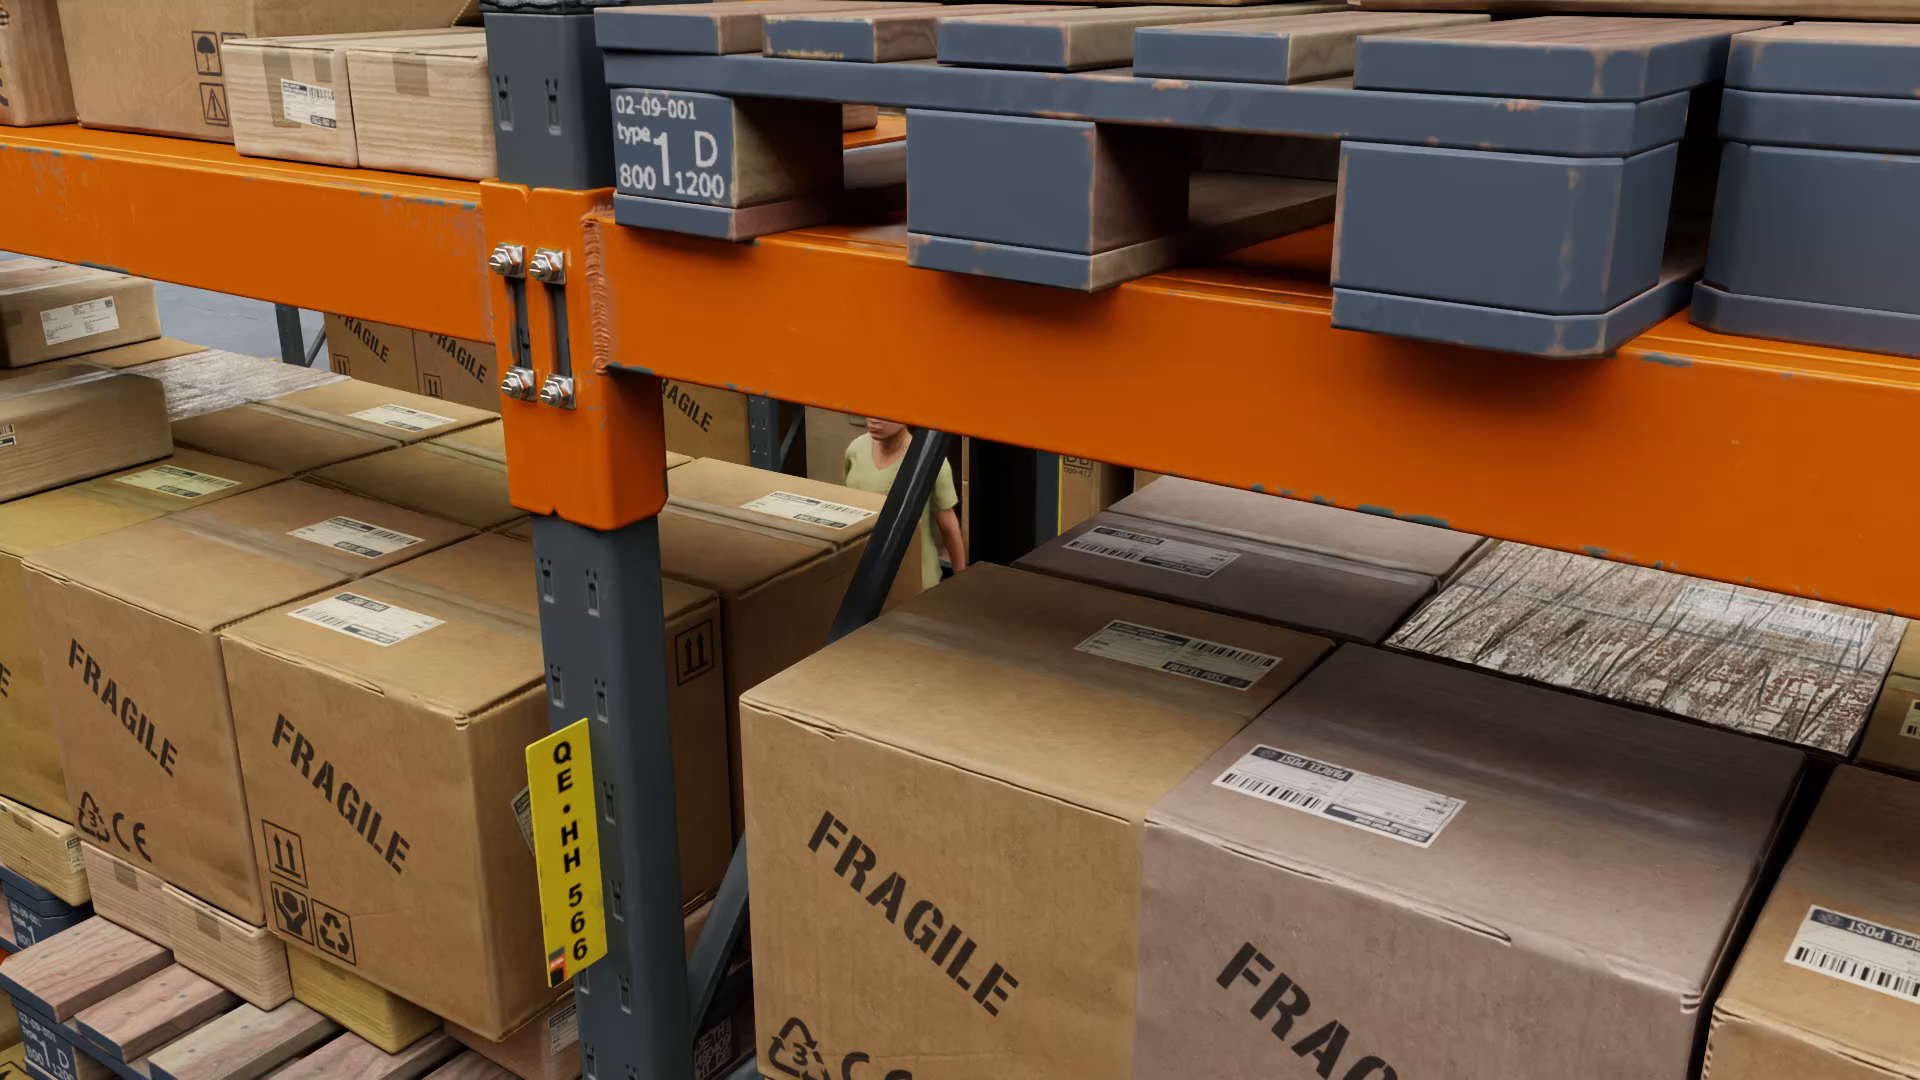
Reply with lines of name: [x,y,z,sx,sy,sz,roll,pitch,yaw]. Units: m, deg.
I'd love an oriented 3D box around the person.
person: [-0.267,0.150,6.201,0.573,1.627,0.850,11,23,28]
